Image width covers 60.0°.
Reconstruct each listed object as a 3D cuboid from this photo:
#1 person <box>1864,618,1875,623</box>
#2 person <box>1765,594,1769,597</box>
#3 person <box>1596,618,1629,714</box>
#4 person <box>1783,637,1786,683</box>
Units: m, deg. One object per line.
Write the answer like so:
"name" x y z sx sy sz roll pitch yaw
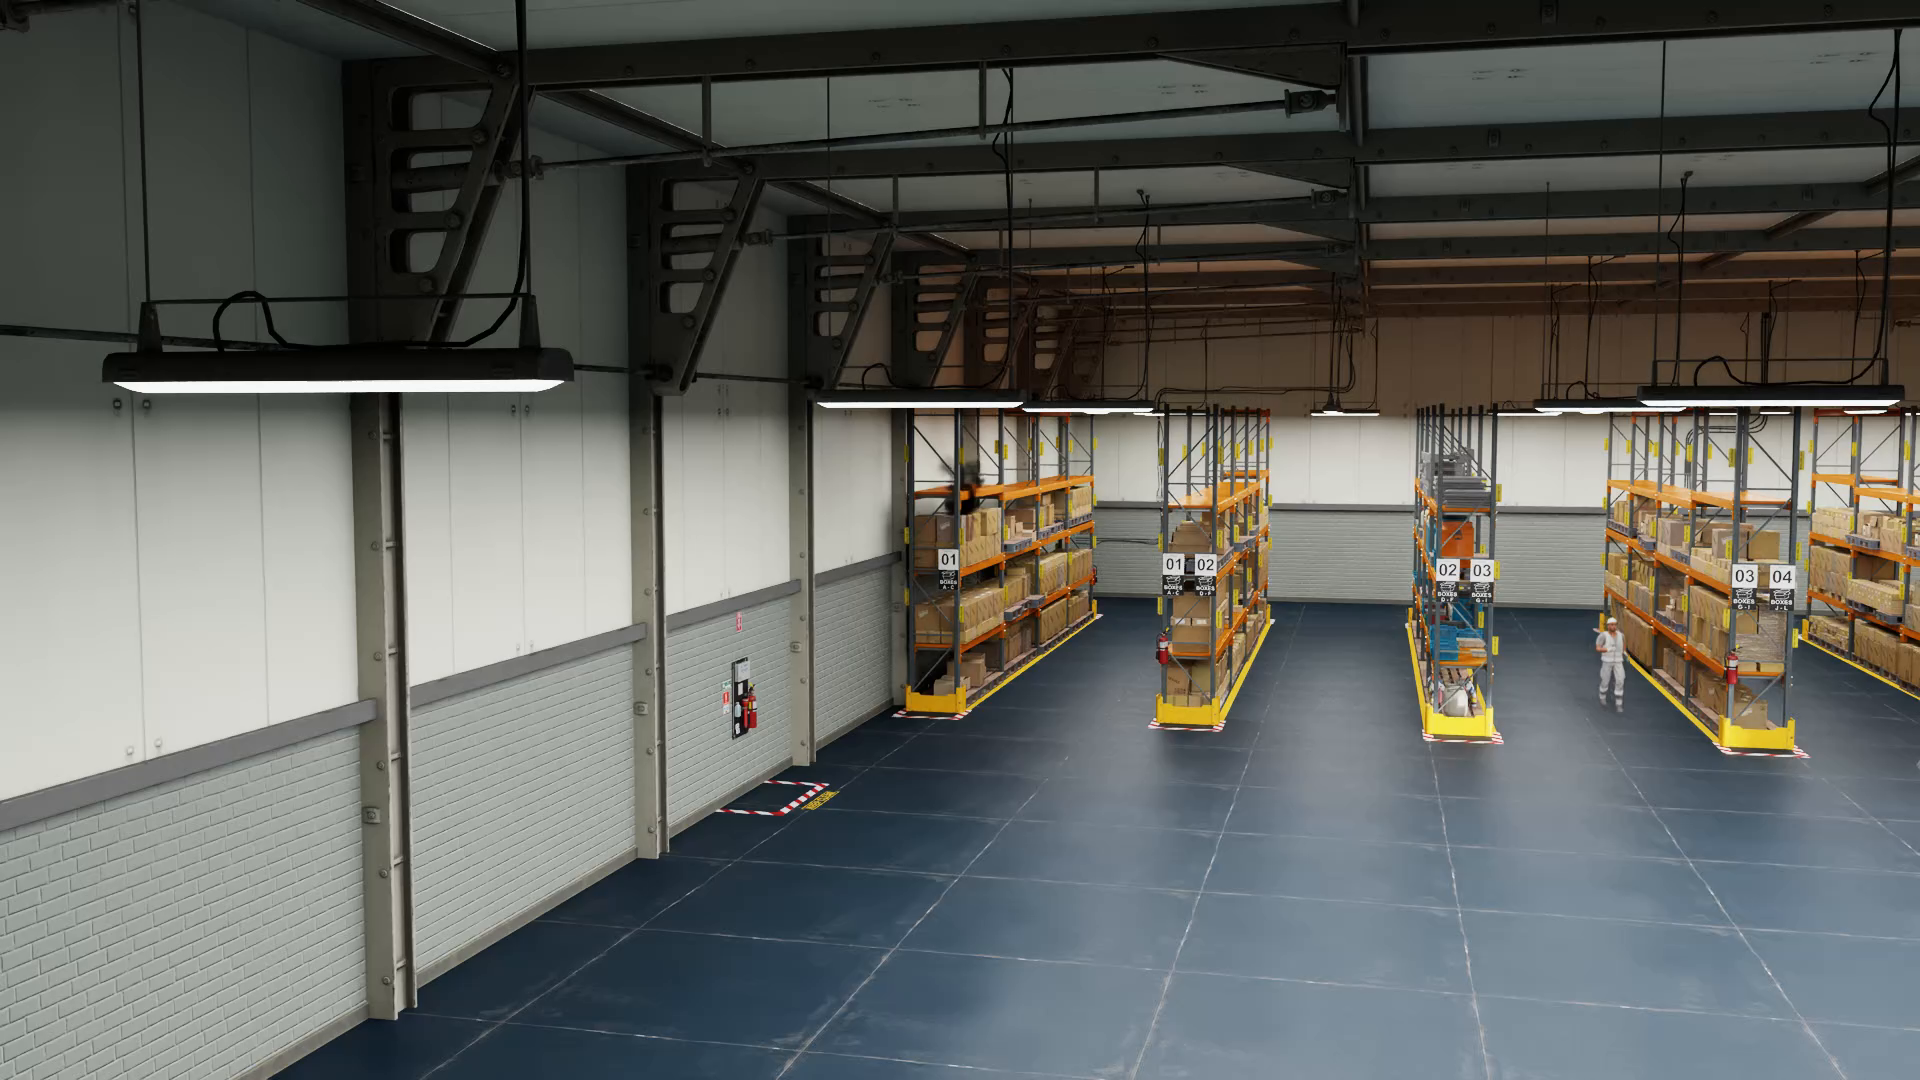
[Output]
"person" 23.879 1.754 43.734 0.571 1.582 0.778 -1 4 -13
"person" 20.184 1.869 41.082 0.741 1.725 0.696 1 4 17
"person" 12.805 2.435 32.653 0.654 1.834 0.855 0 4 6
"person" 17.439 2.355 35.413 0.533 1.354 0.769 1 4 8
